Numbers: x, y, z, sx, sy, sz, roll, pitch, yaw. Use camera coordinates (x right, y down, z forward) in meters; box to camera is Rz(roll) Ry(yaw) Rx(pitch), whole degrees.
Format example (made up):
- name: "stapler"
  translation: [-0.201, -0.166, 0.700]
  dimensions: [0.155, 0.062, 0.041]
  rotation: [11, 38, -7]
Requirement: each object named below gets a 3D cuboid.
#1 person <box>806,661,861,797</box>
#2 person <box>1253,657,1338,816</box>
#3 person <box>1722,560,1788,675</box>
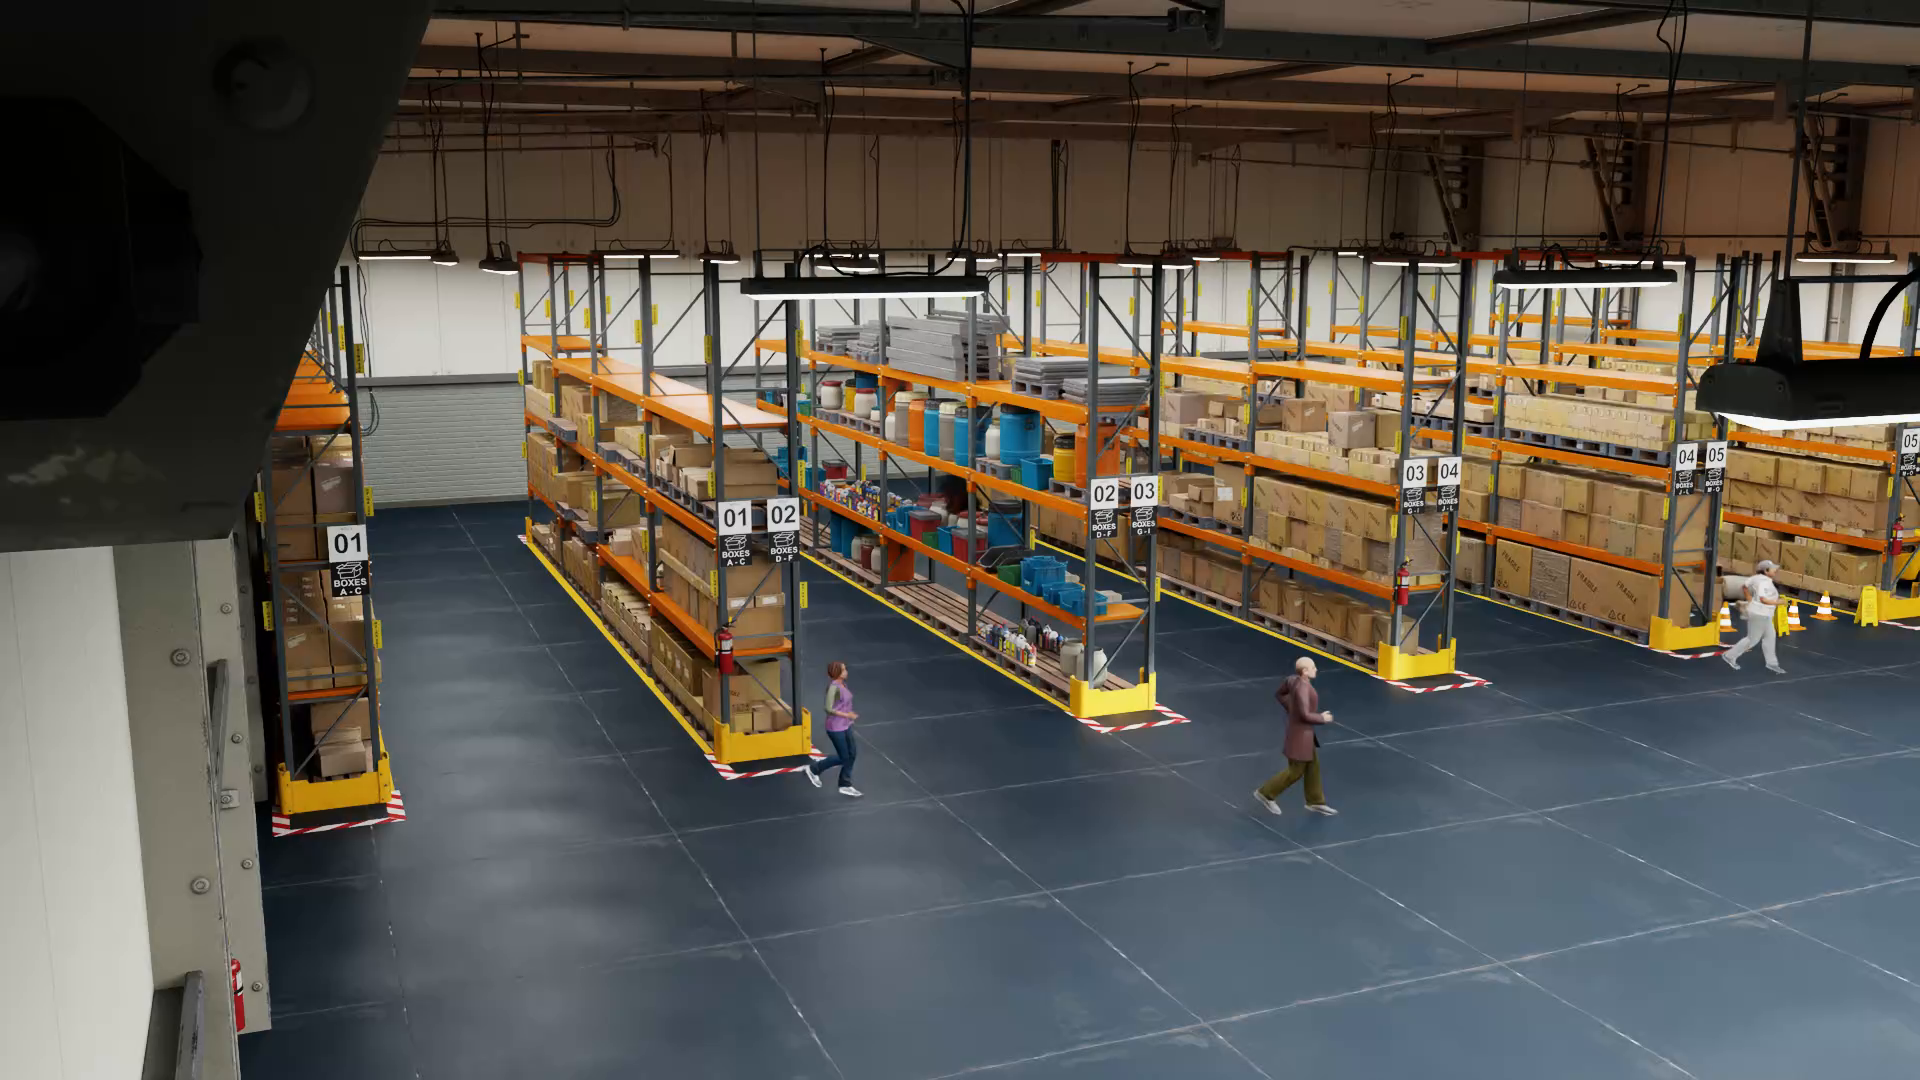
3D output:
- name: "person"
  translation: [-1.442, 2.152, 18.960]
  dimensions: [0.637, 1.593, 0.534]
  rotation: [2, 11, 11]
- name: "person"
  translation: [3.708, 2.162, 18.252]
  dimensions: [0.949, 1.804, 0.730]
  rotation: [1, 10, 4]
- name: "person"
  translation: [11.650, 1.124, 24.256]
  dimensions: [0.884, 1.693, 0.597]
  rotation: [4, 11, 22]
